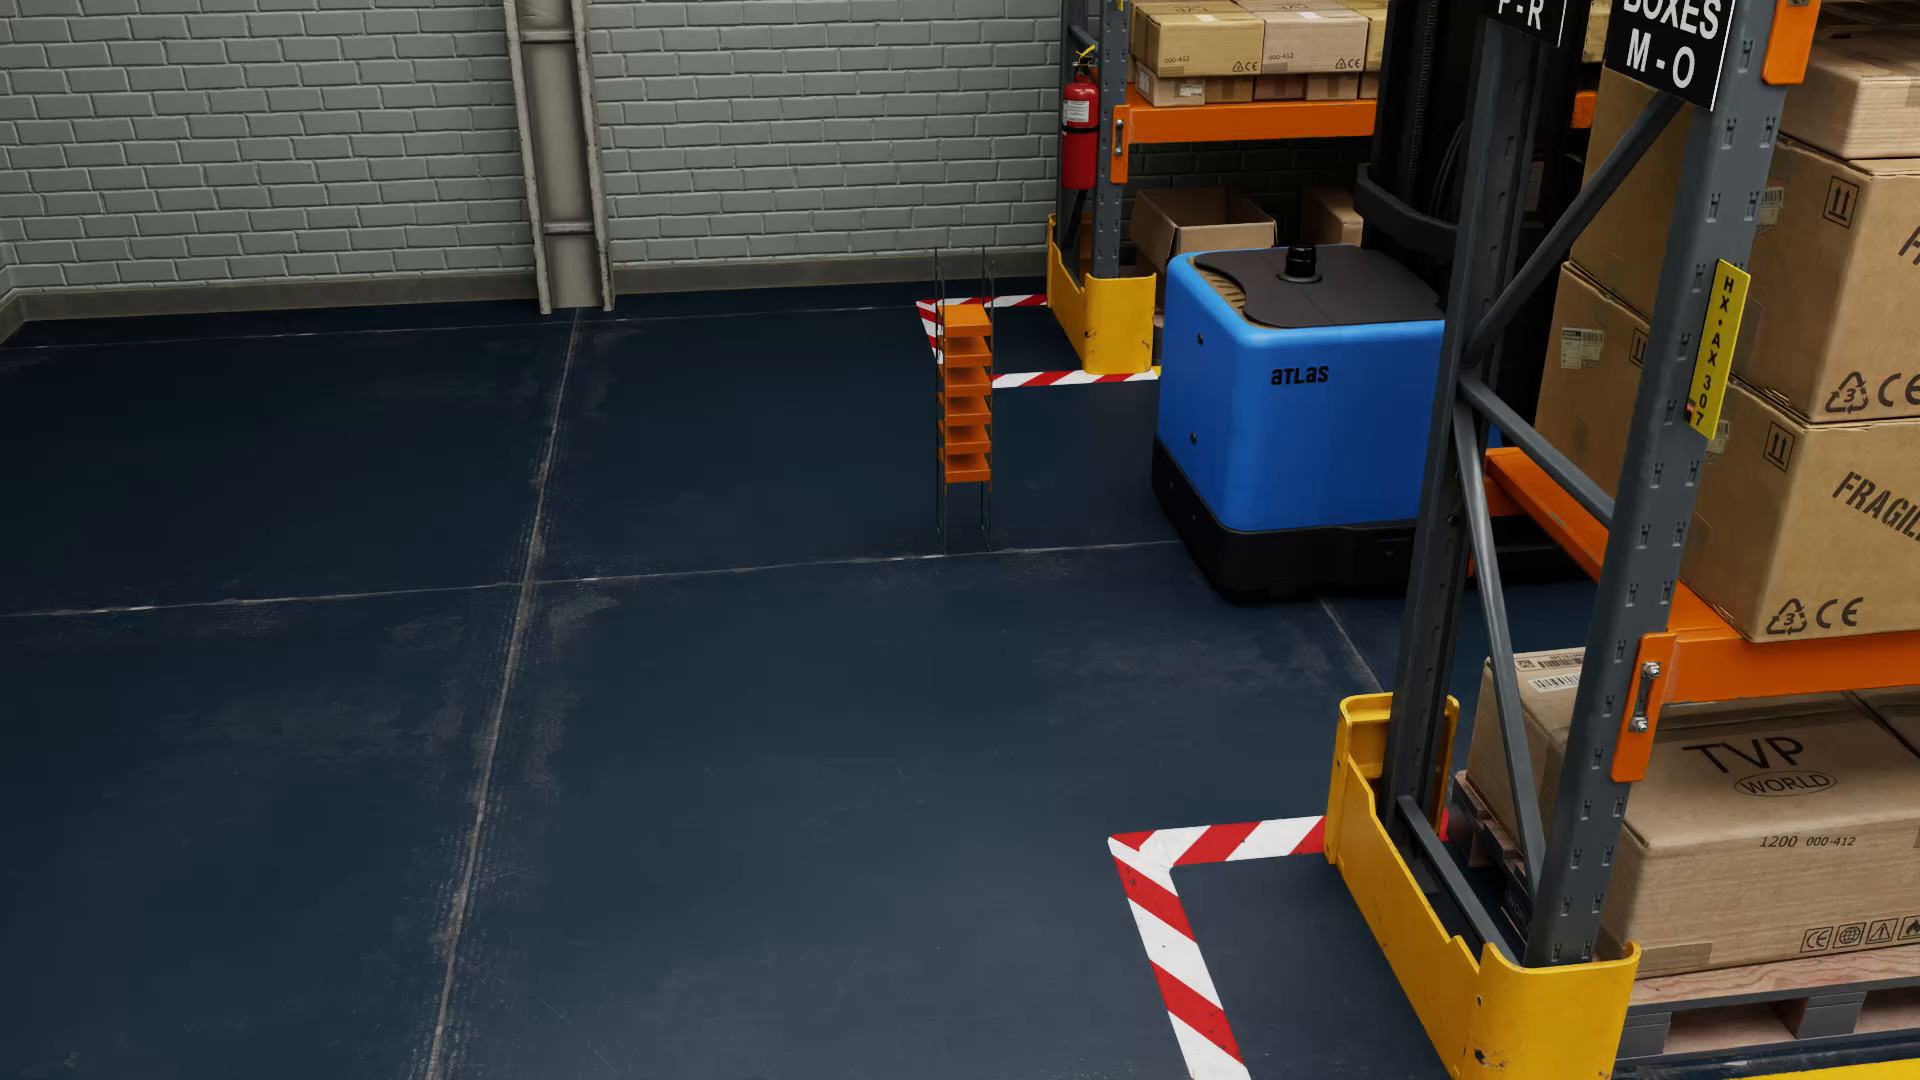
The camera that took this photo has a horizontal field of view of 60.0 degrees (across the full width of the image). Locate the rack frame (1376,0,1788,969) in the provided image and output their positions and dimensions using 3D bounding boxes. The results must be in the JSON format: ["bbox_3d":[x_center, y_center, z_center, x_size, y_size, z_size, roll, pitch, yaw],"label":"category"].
[{"bbox_3d":[1.348,-0.186,3.826,0.127,3.000,1.000,-4,27,-7],"label":"rack frame"}]

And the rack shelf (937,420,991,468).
[{"bbox_3d":[0.014,-0.388,6.553,0.180,0.103,0.258,-4,27,-7],"label":"rack shelf"}]

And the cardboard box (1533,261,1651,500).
[{"bbox_3d":[1.788,-0.381,4.096,0.500,0.500,0.500,-4,27,-7],"label":"cardboard box"}]

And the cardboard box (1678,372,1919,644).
[{"bbox_3d":[1.863,-0.131,3.610,0.500,0.500,0.500,-4,27,-8],"label":"cardboard box"}]

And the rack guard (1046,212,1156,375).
[{"bbox_3d":[0.728,-1.322,8.779,0.348,0.500,1.175,-4,27,-7],"label":"rack guard"}]

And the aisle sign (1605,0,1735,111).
[{"bbox_3d":[1.317,-1.207,2.968,0.004,0.787,0.394,-4,27,-7],"label":"aisle sign"}]

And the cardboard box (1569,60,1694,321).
[{"bbox_3d":[1.792,-0.813,3.845,0.500,0.500,0.500,-3,27,-5],"label":"cardboard box"}]

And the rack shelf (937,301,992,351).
[{"bbox_3d":[0.014,-0.816,6.334,0.180,0.103,0.258,-4,27,-7],"label":"rack shelf"}]

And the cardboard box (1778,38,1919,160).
[{"bbox_3d":[1.738,-0.861,3.227,0.250,0.149,0.380,-3,27,-6],"label":"cardboard box"}]

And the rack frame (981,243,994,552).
[{"bbox_3d":[0.105,-0.541,6.489,0.006,1.200,0.240,-4,27,-7],"label":"rack frame"}]

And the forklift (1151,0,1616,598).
[{"bbox_3d":[2.376,-1.398,6.265,3.031,2.935,1.130,-5,28,-9],"label":"forklift"}]

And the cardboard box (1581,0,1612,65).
[{"bbox_3d":[3.153,-2.542,8.258,0.500,0.250,0.500,-4,27,-7],"label":"cardboard box"}]

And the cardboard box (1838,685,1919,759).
[{"bbox_3d":[2.892,0.618,4.606,0.875,0.438,0.875,-3,27,-6],"label":"cardboard box"}]

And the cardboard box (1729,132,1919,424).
[{"bbox_3d":[1.863,-0.577,3.384,0.500,0.500,0.500,-4,27,-8],"label":"cardboard box"}]

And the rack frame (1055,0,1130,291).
[{"bbox_3d":[0.652,-2.429,8.199,0.127,3.000,1.000,-4,27,-7],"label":"rack frame"}]

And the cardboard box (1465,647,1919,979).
[{"bbox_3d":[1.987,0.680,4.485,0.875,0.438,0.875,-5,28,-9],"label":"cardboard box"}]

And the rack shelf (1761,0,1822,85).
[{"bbox_3d":[3.328,-1.327,3.554,4.000,0.370,1.077,-4,27,-7],"label":"rack shelf"}]

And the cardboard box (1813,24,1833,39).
[{"bbox_3d":[1.675,-1.077,3.648,0.250,0.149,0.380,-3,27,-6],"label":"cardboard box"}]

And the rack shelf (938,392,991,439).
[{"bbox_3d":[0.014,-0.495,6.498,0.180,0.103,0.258,-4,27,-7],"label":"rack shelf"}]

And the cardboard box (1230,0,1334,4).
[{"bbox_3d":[1.582,-2.676,8.519,0.500,0.250,0.500,-4,27,-7],"label":"cardboard box"}]

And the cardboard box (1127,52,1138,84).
[{"bbox_3d":[0.943,-2.460,8.534,0.250,0.149,0.380,-4,27,-8],"label":"cardboard box"}]

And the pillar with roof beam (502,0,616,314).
[{"bbox_3d":[-1.543,-3.388,3.496,0.400,9.000,9.100,-4,27,-7],"label":"pillar with roof beam"}]

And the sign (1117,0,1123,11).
[{"bbox_3d":[0.728,-2.569,7.523,0.005,0.325,0.100,-4,27,-7],"label":"sign"}]

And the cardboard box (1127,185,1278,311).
[{"bbox_3d":[1.271,-1.502,8.665,0.637,0.503,0.797,-5,28,-9],"label":"cardboard box"}]

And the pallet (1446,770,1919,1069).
[{"bbox_3d":[2.129,0.969,4.631,1.213,0.211,1.003,-4,27,-7],"label":"pallet"}]

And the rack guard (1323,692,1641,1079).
[{"bbox_3d":[1.324,0.928,4.394,0.348,0.500,1.175,-4,27,-7],"label":"rack guard"}]

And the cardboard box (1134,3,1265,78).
[{"bbox_3d":[1.139,-2.402,7.984,0.500,0.250,0.500,-4,27,-7],"label":"cardboard box"}]

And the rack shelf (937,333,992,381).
[{"bbox_3d":[0.014,-0.709,6.389,0.180,0.103,0.258,-4,27,-7],"label":"rack shelf"}]

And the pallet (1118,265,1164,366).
[{"bbox_3d":[1.517,-1.245,8.945,1.213,0.211,1.003,-4,27,-7],"label":"pallet"}]

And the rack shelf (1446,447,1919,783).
[{"bbox_3d":[3.328,0.007,4.238,4.000,0.370,1.077,-4,27,-7],"label":"rack shelf"}]

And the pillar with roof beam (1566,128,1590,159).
[{"bbox_3d":[4.398,-3.770,4.240,0.400,9.000,9.100,-4,27,-7],"label":"pillar with roof beam"}]

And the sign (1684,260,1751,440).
[{"bbox_3d":[1.419,-0.355,3.121,0.005,0.325,0.100,-4,27,-7],"label":"sign"}]

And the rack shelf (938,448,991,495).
[{"bbox_3d":[0.014,-0.282,6.608,0.180,0.103,0.258,-4,27,-7],"label":"rack shelf"}]

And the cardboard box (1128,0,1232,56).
[{"bbox_3d":[1.071,-2.644,8.456,0.500,0.250,0.500,-3,27,-6],"label":"cardboard box"}]

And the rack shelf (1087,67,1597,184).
[{"bbox_3d":[2.633,-2.237,8.611,4.000,0.370,1.077,-4,27,-7],"label":"rack shelf"}]

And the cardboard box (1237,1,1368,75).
[{"bbox_3d":[1.639,-2.434,8.047,0.500,0.250,0.500,-3,27,-7],"label":"cardboard box"}]

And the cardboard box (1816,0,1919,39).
[{"bbox_3d":[1.923,-1.104,3.701,0.250,0.149,0.380,-3,27,-6],"label":"cardboard box"}]

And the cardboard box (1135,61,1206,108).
[{"bbox_3d":[1.016,-2.214,8.055,0.250,0.149,0.380,-4,27,-8],"label":"cardboard box"}]

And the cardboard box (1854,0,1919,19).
[{"bbox_3d":[2.167,-1.158,3.807,0.250,0.149,0.380,-4,27,-8],"label":"cardboard box"}]

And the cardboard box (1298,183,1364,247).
[{"bbox_3d":[2.123,-1.537,8.738,0.500,0.500,0.700,-3,27,-5],"label":"cardboard box"}]

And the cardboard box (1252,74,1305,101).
[{"bbox_3d":[1.517,-2.284,8.191,0.250,0.149,0.380,-4,27,-8],"label":"cardboard box"}]

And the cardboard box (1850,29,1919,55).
[{"bbox_3d":[1.987,-0.910,3.322,0.250,0.149,0.380,-3,27,-6],"label":"cardboard box"}]

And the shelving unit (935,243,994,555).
[{"bbox_3d":[0.014,-0.535,6.478,0.189,1.200,0.258,-4,27,-7],"label":"shelving unit"}]

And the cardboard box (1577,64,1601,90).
[{"bbox_3d":[3.040,-2.384,8.387,0.250,0.149,0.380,-3,27,-6],"label":"cardboard box"}]

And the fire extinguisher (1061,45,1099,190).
[{"bbox_3d":[0.571,-2.011,7.876,0.183,0.674,0.296,-4,27,-7],"label":"fire extinguisher"}]

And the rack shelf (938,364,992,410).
[{"bbox_3d":[0.014,-0.602,6.443,0.180,0.103,0.258,-4,27,-7],"label":"rack shelf"}]

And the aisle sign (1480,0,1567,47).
[{"bbox_3d":[1.233,-1.478,3.497,0.004,0.787,0.394,-4,27,-7],"label":"aisle sign"}]

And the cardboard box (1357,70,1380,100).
[{"bbox_3d":[2.038,-2.292,8.206,0.250,0.149,0.380,-3,27,-6],"label":"cardboard box"}]

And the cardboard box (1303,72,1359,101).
[{"bbox_3d":[1.776,-2.272,8.168,0.250,0.149,0.380,-3,27,-5],"label":"cardboard box"}]

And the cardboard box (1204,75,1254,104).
[{"bbox_3d":[1.262,-2.252,8.128,0.250,0.149,0.380,-3,27,-6],"label":"cardboard box"}]

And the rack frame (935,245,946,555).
[{"bbox_3d":[-0.076,-0.529,6.467,0.006,1.200,0.240,-4,27,-7],"label":"rack frame"}]

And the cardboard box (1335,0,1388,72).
[{"bbox_3d":[2.140,-2.468,8.113,0.500,0.250,0.500,-4,27,-8],"label":"cardboard box"}]
